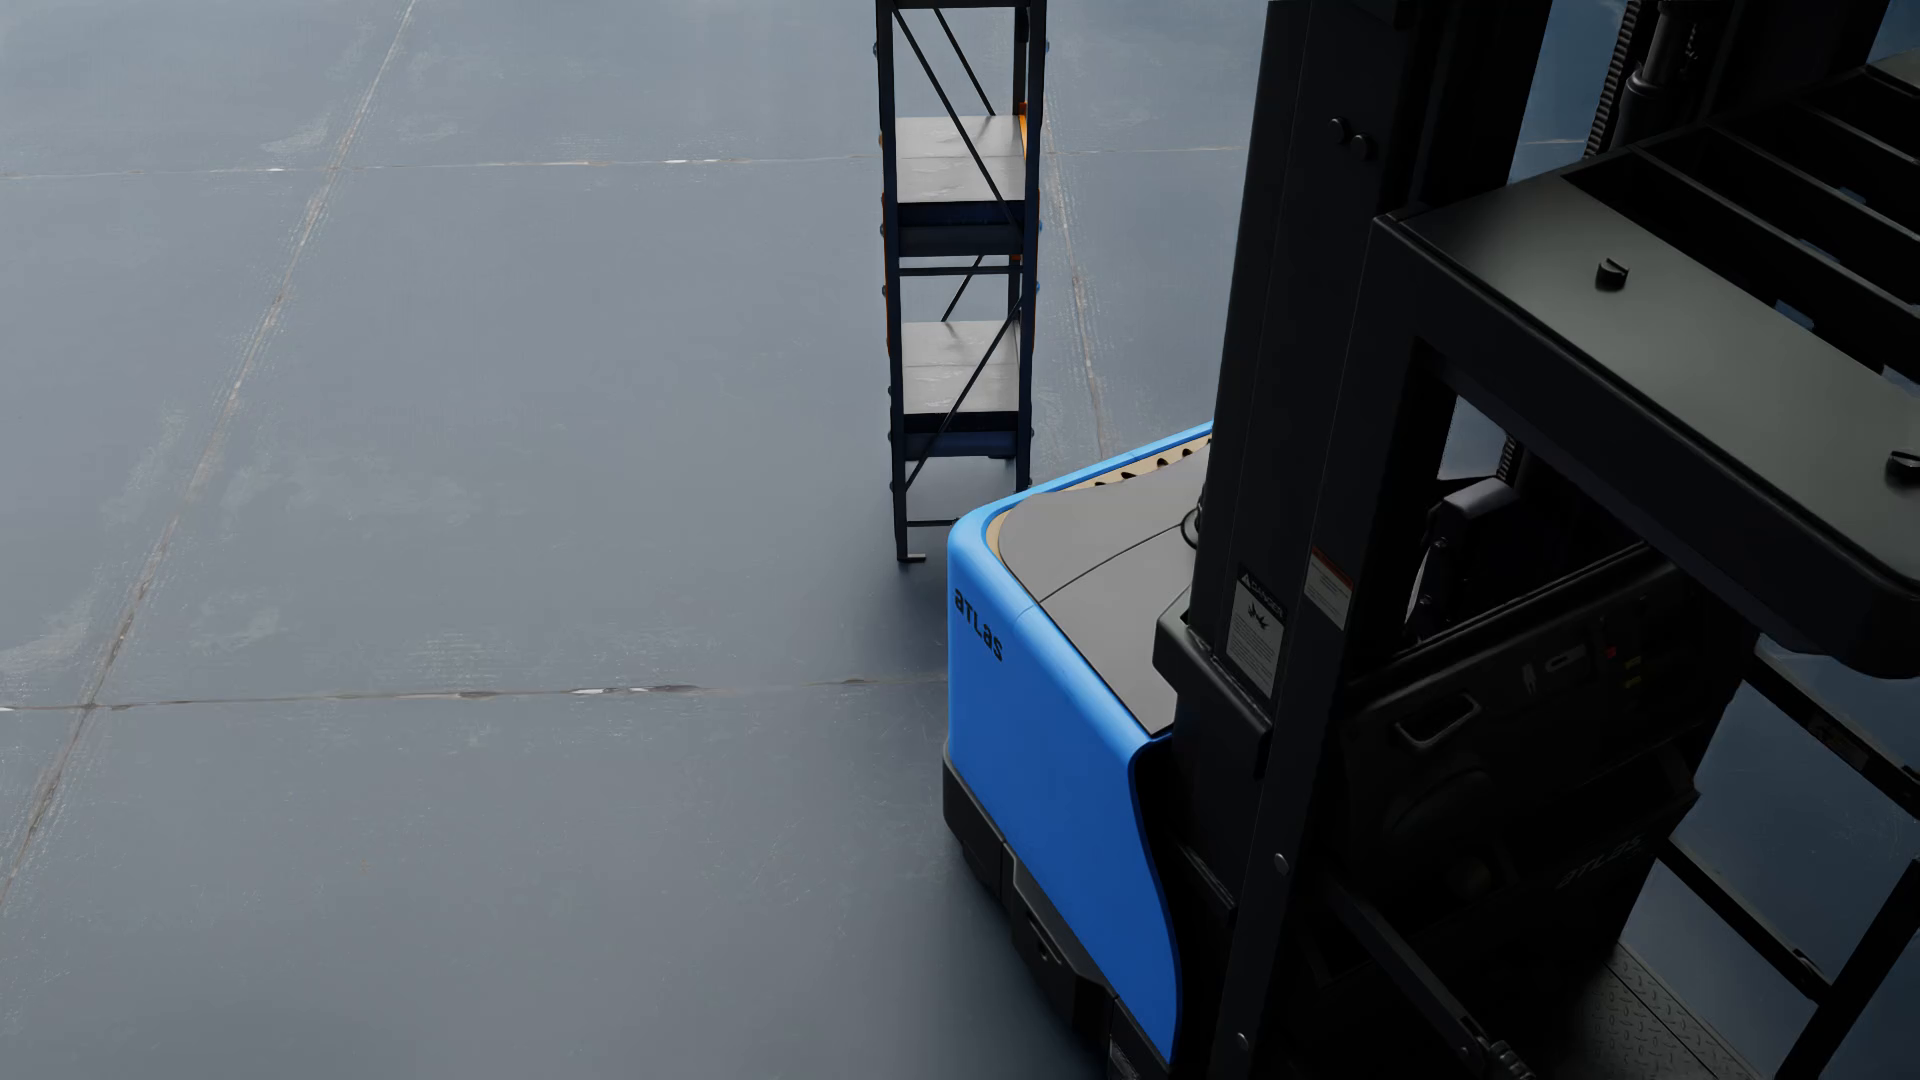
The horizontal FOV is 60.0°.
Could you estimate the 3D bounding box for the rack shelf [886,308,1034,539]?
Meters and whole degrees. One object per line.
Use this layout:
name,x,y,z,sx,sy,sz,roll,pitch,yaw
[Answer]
rack shelf,-0.007,-0.360,5.145,0.431,0.518,0.480,-2,43,-2

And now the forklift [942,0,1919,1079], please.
forklift,1.115,0.373,2.674,1.130,2.935,3.031,-21,46,-21

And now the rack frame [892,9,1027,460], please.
rack frame,-0.017,-1.050,4.842,0.400,2.100,0.015,-2,43,-2

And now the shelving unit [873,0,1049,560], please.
shelving unit,-0.007,-0.886,4.662,0.431,2.100,0.503,-2,43,-2

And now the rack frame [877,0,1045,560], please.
rack frame,0.003,-0.721,4.483,0.400,2.100,0.015,-2,43,-2

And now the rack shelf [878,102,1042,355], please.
rack shelf,-0.007,-0.876,4.672,0.431,0.518,0.480,-2,43,-2

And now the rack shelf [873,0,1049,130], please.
rack shelf,-0.007,-1.392,4.199,0.431,0.518,0.480,-2,43,-2
